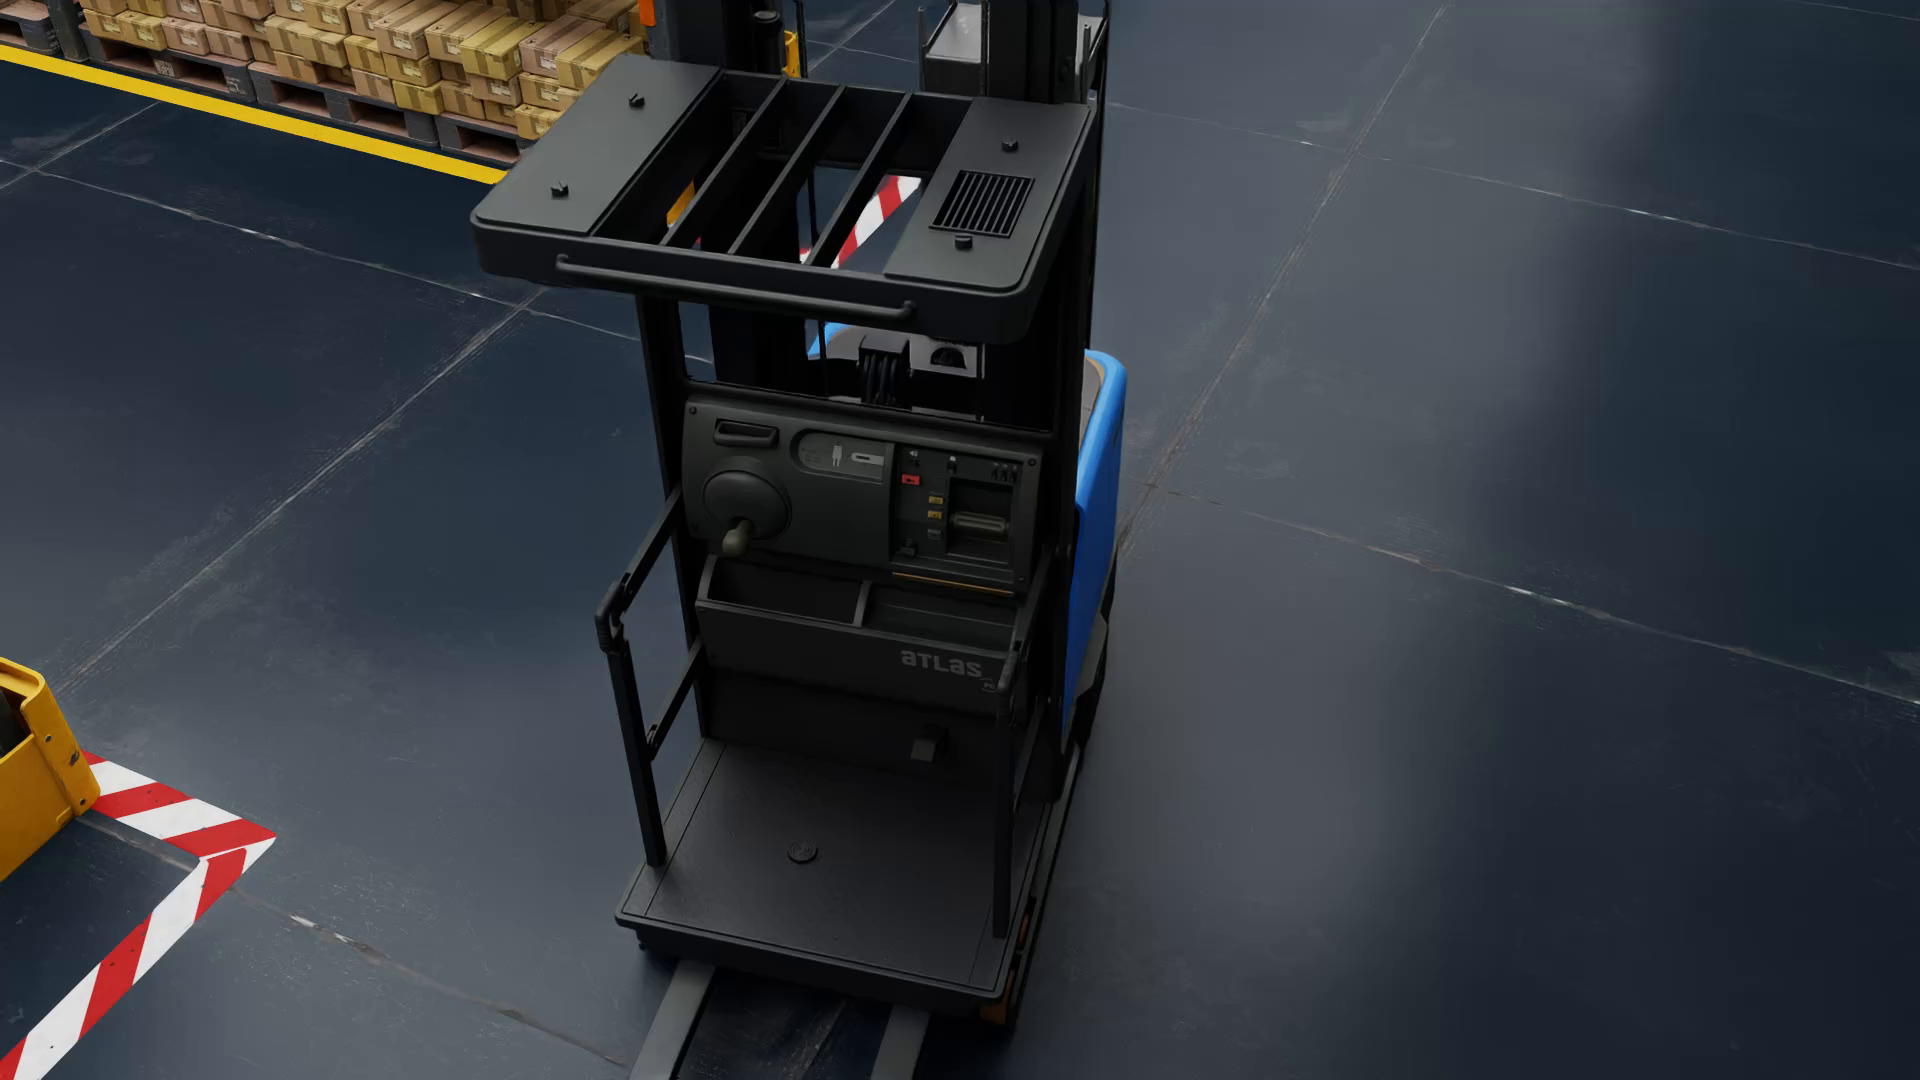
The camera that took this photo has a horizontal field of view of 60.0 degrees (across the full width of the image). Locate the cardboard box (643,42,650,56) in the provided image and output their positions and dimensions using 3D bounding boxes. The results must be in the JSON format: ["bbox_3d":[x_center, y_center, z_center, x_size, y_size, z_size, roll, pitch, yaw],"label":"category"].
[{"bbox_3d":[-1.513,-2.500,8.472,0.250,0.149,0.380,19,44,20],"label":"cardboard box"}]

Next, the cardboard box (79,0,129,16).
[{"bbox_3d":[-4.579,-3.019,9.072,0.250,0.149,0.380,19,44,21],"label":"cardboard box"}]

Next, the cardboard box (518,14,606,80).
[{"bbox_3d":[-1.937,-2.414,8.147,0.250,0.149,0.380,18,44,19],"label":"cardboard box"}]

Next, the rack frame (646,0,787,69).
[{"bbox_3d":[-1.147,-3.008,7.431,0.127,3.000,1.000,17,44,19],"label":"rack frame"}]

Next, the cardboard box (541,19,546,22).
[{"bbox_3d":[-2.183,-2.760,8.773,0.250,0.149,0.380,18,44,20],"label":"cardboard box"}]

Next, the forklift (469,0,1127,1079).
[{"bbox_3d":[-0.306,-0.030,4.047,1.130,2.935,3.031,9,42,10],"label":"forklift"}]

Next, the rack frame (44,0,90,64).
[{"bbox_3d":[-4.772,-4.116,8.708,0.127,3.000,1.000,17,44,19],"label":"rack frame"}]

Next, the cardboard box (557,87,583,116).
[{"bbox_3d":[-1.746,-2.179,8.102,0.250,0.149,0.380,16,43,18],"label":"cardboard box"}]

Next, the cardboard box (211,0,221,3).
[{"bbox_3d":[-3.827,-2.993,8.815,0.250,0.149,0.380,16,43,18],"label":"cardboard box"}]

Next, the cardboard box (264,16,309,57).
[{"bbox_3d":[-3.391,-2.682,8.684,0.250,0.149,0.380,17,44,18],"label":"cardboard box"}]

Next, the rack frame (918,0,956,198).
[{"bbox_3d":[-0.067,-0.865,5.645,0.015,2.100,0.400,9,42,10],"label":"rack frame"}]

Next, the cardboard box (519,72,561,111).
[{"bbox_3d":[-1.960,-2.283,8.223,0.250,0.149,0.380,16,43,18],"label":"cardboard box"}]

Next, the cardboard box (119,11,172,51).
[{"bbox_3d":[-4.337,-2.832,9.083,0.250,0.149,0.380,18,44,20],"label":"cardboard box"}]

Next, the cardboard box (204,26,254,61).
[{"bbox_3d":[-3.838,-2.754,8.993,0.250,0.149,0.380,16,43,18],"label":"cardboard box"}]

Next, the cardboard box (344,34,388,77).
[{"bbox_3d":[-2.917,-2.539,8.519,0.250,0.149,0.380,19,44,21],"label":"cardboard box"}]

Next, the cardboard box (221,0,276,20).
[{"bbox_3d":[-3.631,-2.874,8.677,0.250,0.149,0.380,18,44,20],"label":"cardboard box"}]

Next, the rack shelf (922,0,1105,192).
[{"bbox_3d":[0.170,-1.345,5.151,0.480,0.518,0.431,9,42,10],"label":"rack shelf"}]

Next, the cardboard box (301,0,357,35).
[{"bbox_3d":[-3.142,-2.756,8.541,0.250,0.149,0.380,17,44,19],"label":"cardboard box"}]

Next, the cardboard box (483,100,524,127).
[{"bbox_3d":[-2.191,-2.247,8.408,0.250,0.149,0.380,17,44,18],"label":"cardboard box"}]

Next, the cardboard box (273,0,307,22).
[{"bbox_3d":[-3.349,-2.847,8.647,0.250,0.149,0.380,15,43,17],"label":"cardboard box"}]

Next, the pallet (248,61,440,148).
[{"bbox_3d":[-3.039,-2.560,9.043,1.213,0.211,1.003,17,44,19],"label":"pallet"}]

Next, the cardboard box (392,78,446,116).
[{"bbox_3d":[-2.678,-2.341,8.517,0.250,0.149,0.380,15,43,17],"label":"cardboard box"}]

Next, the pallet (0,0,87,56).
[{"bbox_3d":[-5.478,-3.277,9.870,1.213,0.211,1.003,17,44,19],"label":"pallet"}]

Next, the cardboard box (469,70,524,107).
[{"bbox_3d":[-2.218,-2.322,8.267,0.250,0.149,0.380,15,43,17],"label":"cardboard box"}]

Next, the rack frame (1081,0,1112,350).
[{"bbox_3d":[0.407,-0.788,5.556,0.015,2.100,0.400,9,42,10],"label":"rack frame"}]

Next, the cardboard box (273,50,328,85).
[{"bbox_3d":[-3.385,-2.571,8.782,0.250,0.149,0.380,16,43,17],"label":"cardboard box"}]

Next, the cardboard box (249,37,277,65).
[{"bbox_3d":[-3.580,-2.700,8.931,0.250,0.149,0.380,15,43,17],"label":"cardboard box"}]

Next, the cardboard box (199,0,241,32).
[{"bbox_3d":[-3.832,-2.880,8.912,0.250,0.149,0.380,15,43,16],"label":"cardboard box"}]

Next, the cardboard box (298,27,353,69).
[{"bbox_3d":[-3.178,-2.599,8.588,0.250,0.149,0.380,17,44,19],"label":"cardboard box"}]

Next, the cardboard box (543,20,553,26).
[{"bbox_3d":[-1.997,-2.624,8.616,0.250,0.149,0.380,18,44,19],"label":"cardboard box"}]

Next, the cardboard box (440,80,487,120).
[{"bbox_3d":[-2.420,-2.308,8.478,0.250,0.149,0.380,17,44,19],"label":"cardboard box"}]

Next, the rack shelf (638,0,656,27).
[{"bbox_3d":[-2.960,-3.290,8.305,4.000,0.370,1.077,17,44,19],"label":"rack shelf"}]

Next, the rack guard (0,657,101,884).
[{"bbox_3d":[-3.127,0.909,4.820,0.348,0.500,1.175,17,44,19],"label":"rack guard"}]

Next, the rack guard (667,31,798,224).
[{"bbox_3d":[-1.216,-2.085,8.274,0.348,0.500,1.175,17,44,19],"label":"rack guard"}]

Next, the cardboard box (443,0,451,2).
[{"bbox_3d":[-2.679,-3.014,8.839,0.250,0.149,0.380,18,44,19],"label":"cardboard box"}]

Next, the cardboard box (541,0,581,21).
[{"bbox_3d":[-1.953,-2.812,8.606,0.250,0.149,0.380,17,44,19],"label":"cardboard box"}]

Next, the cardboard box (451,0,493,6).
[{"bbox_3d":[-2.460,-2.914,8.723,0.250,0.149,0.380,19,44,20],"label":"cardboard box"}]

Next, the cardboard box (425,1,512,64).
[{"bbox_3d":[-2.434,-2.520,8.269,0.250,0.149,0.380,15,43,17],"label":"cardboard box"}]

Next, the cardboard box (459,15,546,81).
[{"bbox_3d":[-2.226,-2.411,8.143,0.250,0.149,0.380,16,43,18],"label":"cardboard box"}]

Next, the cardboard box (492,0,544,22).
[{"bbox_3d":[-2.213,-2.832,8.628,0.250,0.149,0.380,15,43,17],"label":"cardboard box"}]

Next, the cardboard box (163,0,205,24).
[{"bbox_3d":[-4.076,-2.957,9.000,0.250,0.149,0.380,17,44,18],"label":"cardboard box"}]

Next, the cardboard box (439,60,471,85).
[{"bbox_3d":[-2.418,-2.457,8.424,0.250,0.149,0.380,16,44,18],"label":"cardboard box"}]

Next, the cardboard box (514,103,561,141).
[{"bbox_3d":[-1.988,-2.123,8.265,0.250,0.149,0.380,18,44,20],"label":"cardboard box"}]

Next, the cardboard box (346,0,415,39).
[{"bbox_3d":[-2.893,-2.700,8.477,0.250,0.149,0.380,16,43,17],"label":"cardboard box"}]

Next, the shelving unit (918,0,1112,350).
[{"bbox_3d":[0.170,-0.827,5.601,0.503,2.100,0.431,9,42,10],"label":"shelving unit"}]

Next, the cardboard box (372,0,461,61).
[{"bbox_3d":[-2.701,-2.561,8.317,0.250,0.149,0.380,19,44,20],"label":"cardboard box"}]

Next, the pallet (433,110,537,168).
[{"bbox_3d":[-1.937,-2.222,8.652,1.213,0.211,1.003,17,44,19],"label":"pallet"}]

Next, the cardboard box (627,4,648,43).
[{"bbox_3d":[-1.478,-2.661,8.432,0.250,0.149,0.380,15,43,17],"label":"cardboard box"}]

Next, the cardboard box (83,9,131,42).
[{"bbox_3d":[-4.578,-2.906,9.168,0.250,0.149,0.380,15,43,17],"label":"cardboard box"}]

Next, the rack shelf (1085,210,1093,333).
[{"bbox_3d":[0.170,-0.816,5.610,0.480,0.518,0.431,9,42,10],"label":"rack shelf"}]

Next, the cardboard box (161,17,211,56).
[{"bbox_3d":[-4.089,-2.794,9.039,0.250,0.149,0.380,17,44,18],"label":"cardboard box"}]

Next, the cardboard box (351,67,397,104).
[{"bbox_3d":[-2.917,-2.429,8.618,0.250,0.149,0.380,18,44,19],"label":"cardboard box"}]

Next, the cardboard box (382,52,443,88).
[{"bbox_3d":[-2.692,-2.457,8.424,0.250,0.149,0.380,18,44,19],"label":"cardboard box"}]

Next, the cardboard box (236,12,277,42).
[{"bbox_3d":[-3.593,-2.790,8.808,0.250,0.149,0.380,19,44,21],"label":"cardboard box"}]

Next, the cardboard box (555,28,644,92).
[{"bbox_3d":[-1.734,-2.311,8.027,0.250,0.149,0.380,17,44,19],"label":"cardboard box"}]

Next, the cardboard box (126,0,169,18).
[{"bbox_3d":[-4.312,-3.003,9.053,0.250,0.149,0.380,17,44,19],"label":"cardboard box"}]

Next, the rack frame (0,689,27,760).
[{"bbox_3d":[-3.148,-0.042,4.008,0.127,3.000,1.000,17,44,19],"label":"rack frame"}]

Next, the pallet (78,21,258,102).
[{"bbox_3d":[-4.148,-2.897,9.431,1.213,0.211,1.003,17,44,19],"label":"pallet"}]

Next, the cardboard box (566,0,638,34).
[{"bbox_3d":[-1.779,-2.666,8.438,0.250,0.149,0.380,18,44,19],"label":"cardboard box"}]

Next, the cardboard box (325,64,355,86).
[{"bbox_3d":[-3.115,-2.543,8.750,0.250,0.149,0.380,18,44,20],"label":"cardboard box"}]
